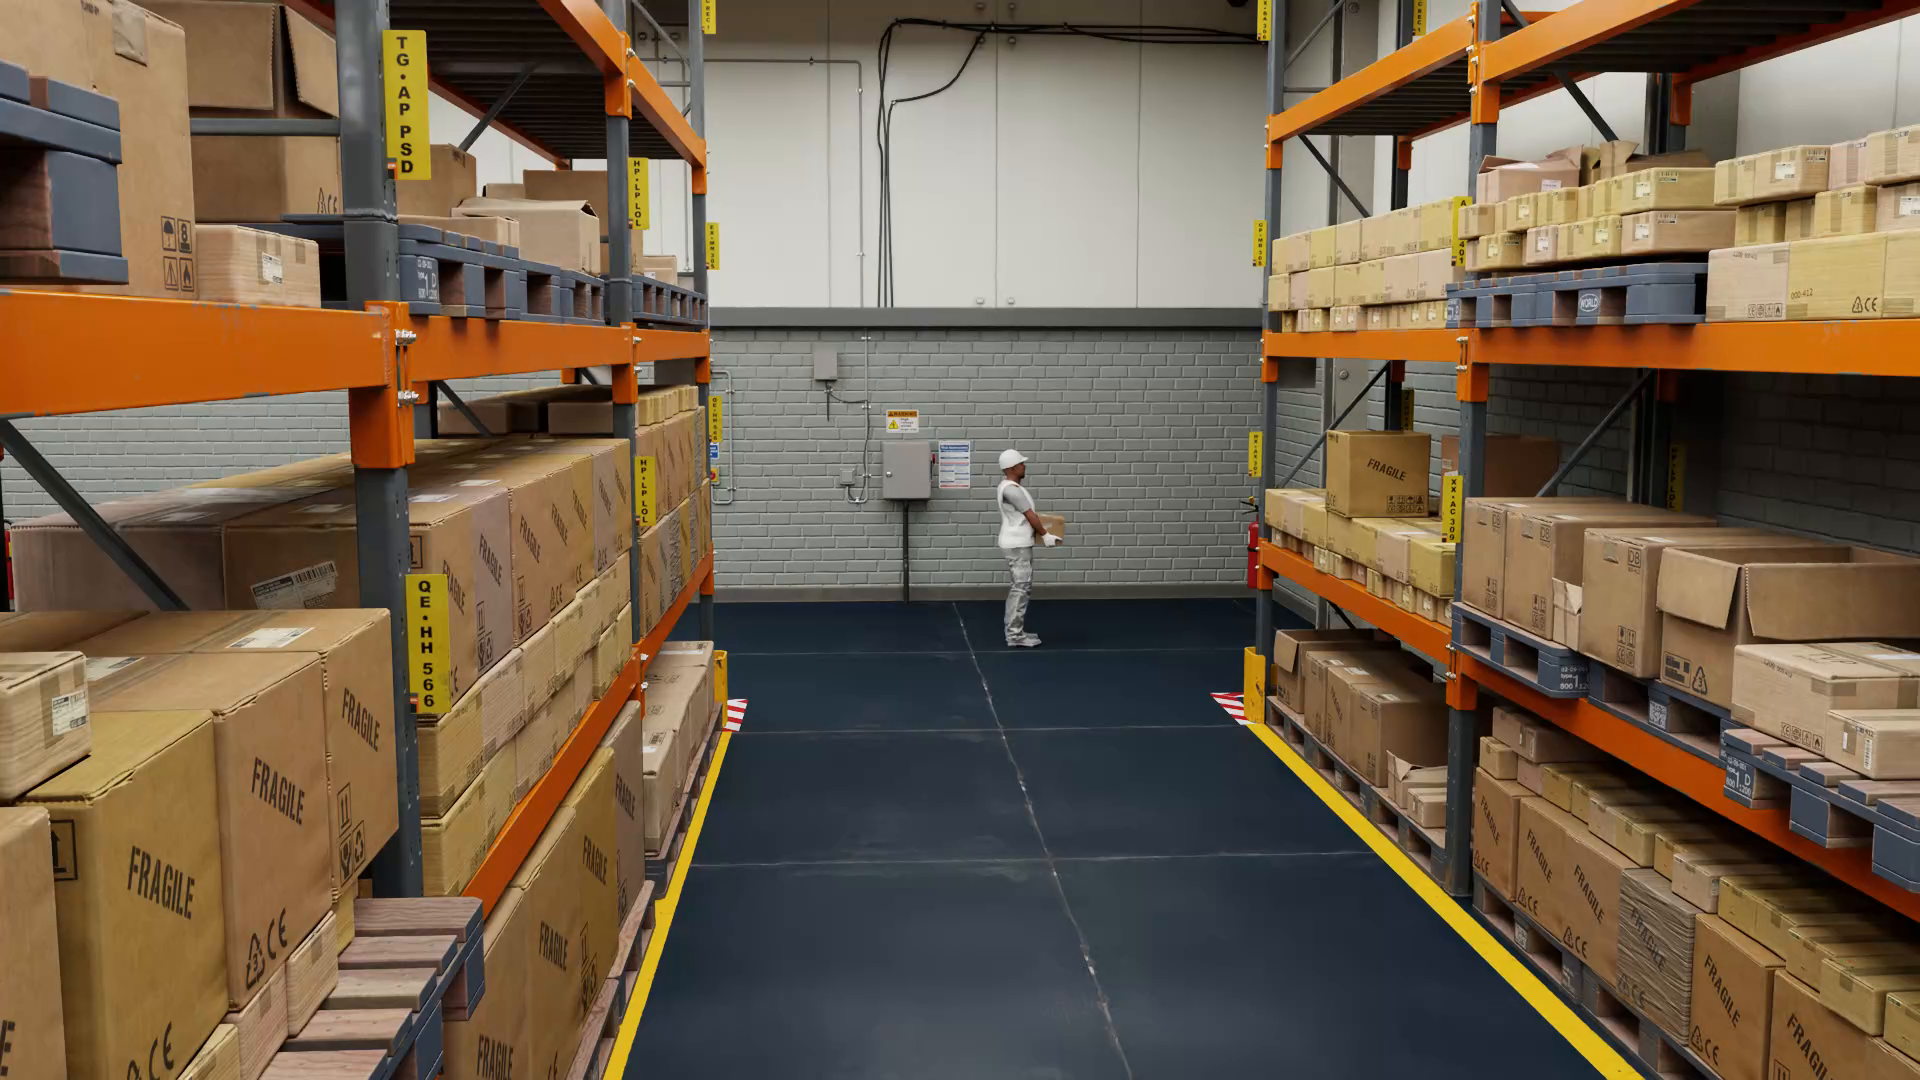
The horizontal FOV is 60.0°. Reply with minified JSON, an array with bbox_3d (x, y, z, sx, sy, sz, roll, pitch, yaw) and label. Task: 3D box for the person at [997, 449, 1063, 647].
[{"bbox_3d":[0.626,0.065,15.135,0.584,1.778,0.487,0,7,-4],"label":"person"}]
